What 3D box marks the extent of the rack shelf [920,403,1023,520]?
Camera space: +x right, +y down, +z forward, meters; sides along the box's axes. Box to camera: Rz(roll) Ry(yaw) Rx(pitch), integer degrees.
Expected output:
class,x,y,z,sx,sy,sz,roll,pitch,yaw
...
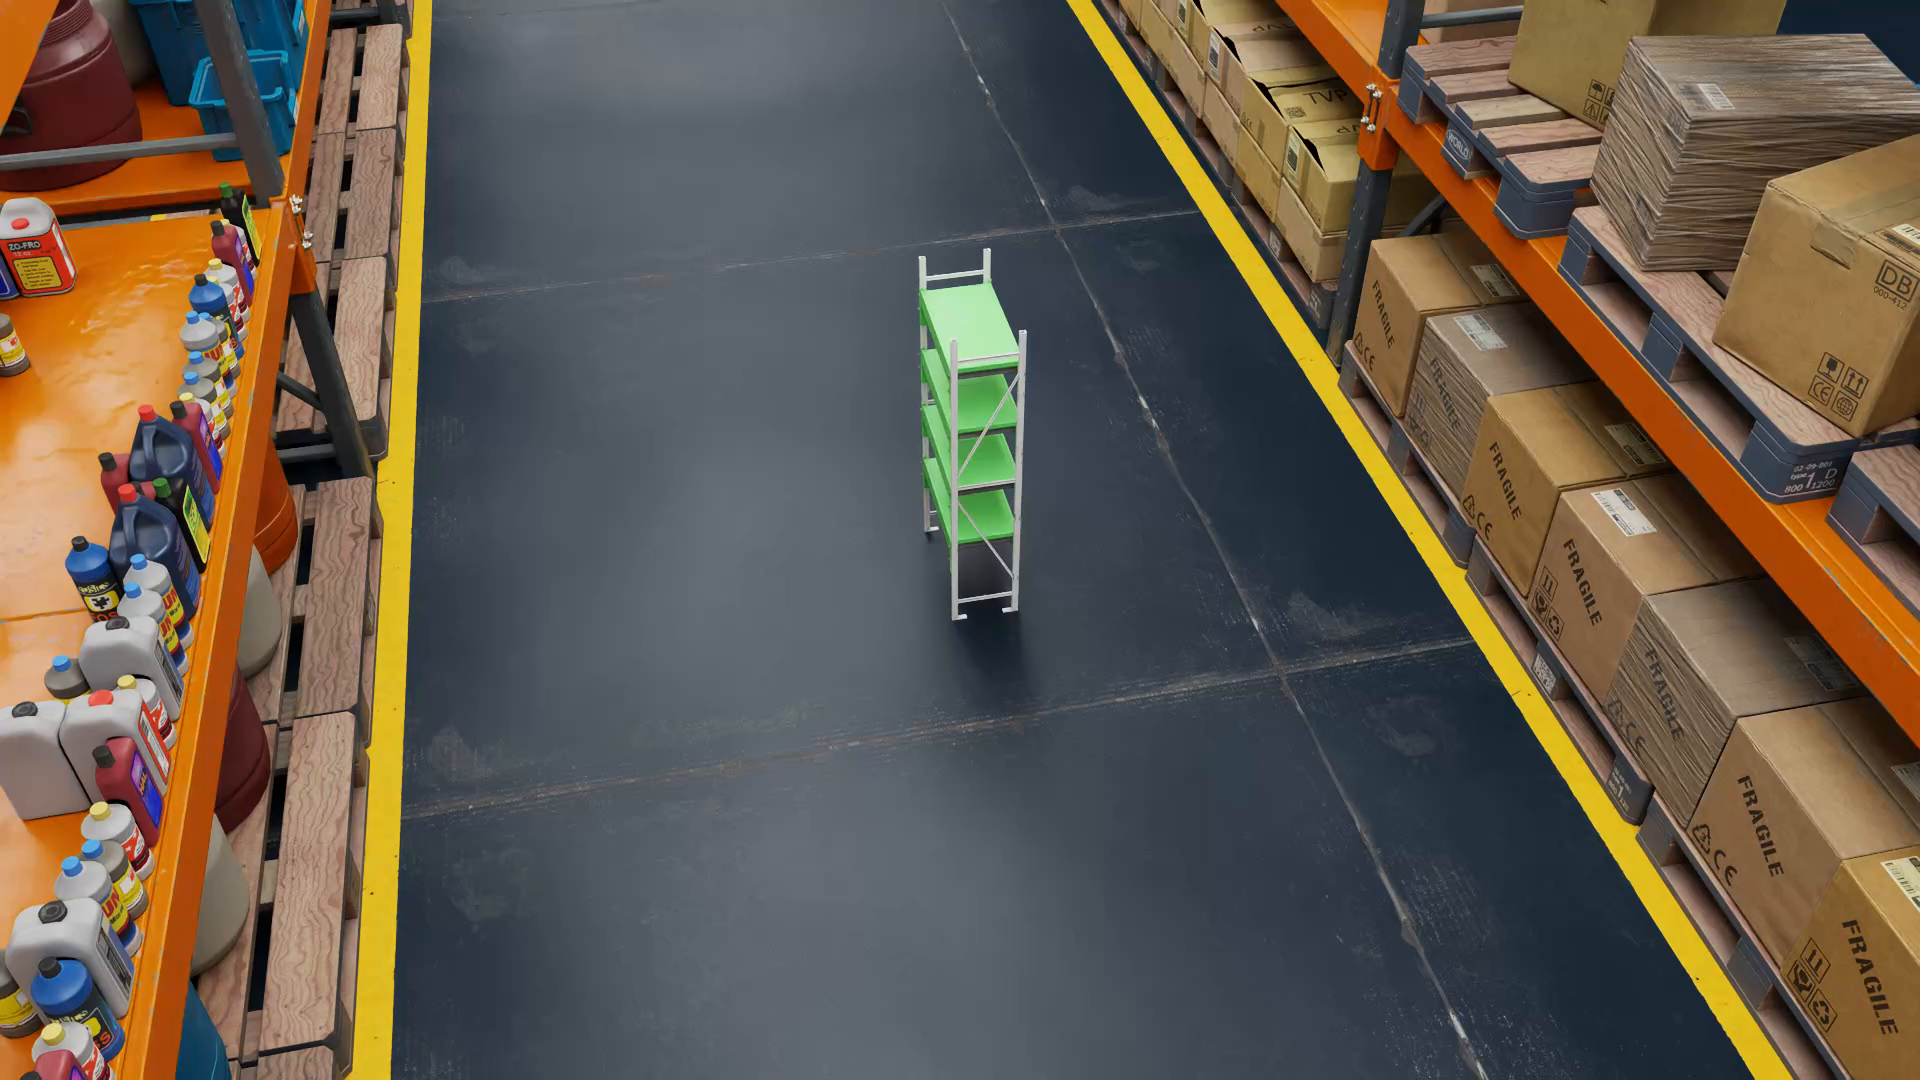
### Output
class,x,y,z,sx,sy,sz,roll,pitch,yaw
rack shelf,0.036,-0.294,5.773,0.258,0.148,0.480,-8,42,-9

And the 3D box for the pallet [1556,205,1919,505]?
class,x,y,z,sx,sy,sz,roll,pitch,yaw
pallet,2.497,-0.626,4.840,1.003,0.211,1.213,-8,42,-9

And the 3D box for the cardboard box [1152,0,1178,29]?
class,x,y,z,sx,sy,sz,roll,pitch,yaw
cardboard box,1.271,-2.925,8.618,0.500,0.311,0.500,-10,43,-11

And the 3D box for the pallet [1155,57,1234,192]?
class,x,y,z,sx,sy,sz,roll,pitch,yaw
pallet,1.674,-2.243,8.618,1.003,0.211,1.213,-8,42,-9

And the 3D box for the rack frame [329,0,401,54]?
class,x,y,z,sx,sy,sz,roll,pitch,yaw
rack frame,-3.628,-3.843,8.320,1.000,3.000,0.127,-8,42,-9

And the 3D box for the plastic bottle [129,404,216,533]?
class,x,y,z,sx,sy,sz,roll,pitch,yaw
plastic bottle,-2.020,-0.181,4.231,0.144,0.351,0.185,-8,42,-9

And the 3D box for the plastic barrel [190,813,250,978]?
class,x,y,z,sx,sy,sz,roll,pitch,yaw
plastic barrel,-2.189,0.923,4.508,0.421,0.512,0.421,0,42,0

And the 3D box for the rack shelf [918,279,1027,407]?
class,x,y,z,sx,sy,sz,roll,pitch,yaw
rack shelf,0.036,-0.653,5.455,0.258,0.148,0.480,-8,42,-9

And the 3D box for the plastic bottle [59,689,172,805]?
class,x,y,z,sx,sy,sz,roll,pitch,yaw
plastic bottle,-1.829,0.434,3.595,0.152,0.276,0.135,-8,42,-9

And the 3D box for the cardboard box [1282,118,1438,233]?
class,x,y,z,sx,sy,sz,roll,pitch,yaw
cardboard box,1.720,-1.600,7.126,0.500,0.311,0.500,-7,42,-8

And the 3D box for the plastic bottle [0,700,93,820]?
class,x,y,z,sx,sy,sz,roll,pitch,yaw
plastic bottle,-1.977,0.456,3.570,0.152,0.276,0.135,-8,42,-9

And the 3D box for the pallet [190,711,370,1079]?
class,x,y,z,sx,sy,sz,roll,pitch,yaw
pallet,-2.294,1.087,4.867,1.003,0.211,1.213,-8,42,-9

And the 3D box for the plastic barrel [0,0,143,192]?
class,x,y,z,sx,sy,sz,roll,pitch,yaw
plastic barrel,-3.160,-1.558,5.644,0.600,0.536,0.708,-8,42,-9

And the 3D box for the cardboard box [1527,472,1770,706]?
class,x,y,z,sx,sy,sz,roll,pitch,yaw
cardboard box,2.232,0.151,5.372,0.500,0.500,0.500,-10,43,-11

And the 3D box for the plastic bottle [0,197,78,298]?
class,x,y,z,sx,sy,sz,roll,pitch,yaw
plastic bottle,-2.838,-0.899,5.096,0.152,0.276,0.135,-8,42,-9

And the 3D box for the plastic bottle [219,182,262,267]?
class,x,y,z,sx,sy,sz,roll,pitch,yaw
plastic bottle,-2.260,-1.005,5.211,0.061,0.283,0.133,-8,42,-9

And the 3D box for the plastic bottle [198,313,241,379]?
class,x,y,z,sx,sy,sz,roll,pitch,yaw
plastic bottle,-2.141,-0.559,4.769,0.097,0.201,0.097,0,42,0

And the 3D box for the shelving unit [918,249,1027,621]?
class,x,y,z,sx,sy,sz,roll,pitch,yaw
shelving unit,0.036,-0.341,5.731,0.258,1.200,0.503,-8,42,-9

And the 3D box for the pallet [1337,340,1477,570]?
class,x,y,z,sx,sy,sz,roll,pitch,yaw
pallet,2.197,-0.425,6.570,1.003,0.211,1.213,-8,42,-9

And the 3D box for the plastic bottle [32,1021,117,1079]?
class,x,y,z,sx,sy,sz,roll,pitch,yaw
plastic bottle,-1.635,0.959,3.059,0.097,0.201,0.097,0,42,0

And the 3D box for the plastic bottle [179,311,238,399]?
class,x,y,z,sx,sy,sz,roll,pitch,yaw
plastic bottle,-2.120,-0.522,4.675,0.097,0.271,0.097,0,42,0

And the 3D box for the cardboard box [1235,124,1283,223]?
class,x,y,z,sx,sy,sz,roll,pitch,yaw
cardboard box,1.607,-1.726,7.690,0.500,0.250,0.500,-9,42,-10

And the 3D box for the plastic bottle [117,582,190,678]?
class,x,y,z,sx,sy,sz,roll,pitch,yaw
plastic bottle,-1.877,0.206,3.855,0.097,0.271,0.097,0,42,0

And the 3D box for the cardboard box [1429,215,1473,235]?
class,x,y,z,sx,sy,sz,roll,pitch,yaw
cardboard box,2.247,-1.468,7.399,0.500,0.250,0.500,-8,42,-9

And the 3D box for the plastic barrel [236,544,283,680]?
class,x,y,z,sx,sy,sz,roll,pitch,yaw
plastic barrel,-2.433,0.191,5.333,0.421,0.512,0.421,0,42,0

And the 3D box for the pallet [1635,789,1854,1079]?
class,x,y,z,sx,sy,sz,roll,pitch,yaw
pallet,2.724,1.156,4.788,1.003,0.211,1.213,-8,42,-9

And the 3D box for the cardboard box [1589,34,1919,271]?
class,x,y,z,sx,sy,sz,roll,pitch,yaw
cardboard box,2.330,-1.140,4.883,0.700,0.500,0.500,-1,42,-1

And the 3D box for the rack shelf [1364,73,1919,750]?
class,x,y,z,sx,sy,sz,roll,pitch,yaw
rack shelf,2.505,-0.392,4.974,1.077,0.370,4.000,-8,42,-9

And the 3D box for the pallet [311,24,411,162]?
class,x,y,z,sx,sy,sz,roll,pitch,yaw
pallet,-3.420,-2.297,8.678,1.003,0.211,1.213,-8,42,-9

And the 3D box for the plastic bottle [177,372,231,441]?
class,x,y,z,sx,sy,sz,roll,pitch,yaw
plastic bottle,-2.078,-0.369,4.556,0.097,0.201,0.097,0,42,0

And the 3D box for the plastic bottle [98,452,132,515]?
class,x,y,z,sx,sy,sz,roll,pitch,yaw
plastic bottle,-2.115,-0.124,4.218,0.061,0.283,0.133,-8,42,-9

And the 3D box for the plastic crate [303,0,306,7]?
class,x,y,z,sx,sy,sz,roll,pitch,yaw
plastic crate,-2.814,-2.365,6.607,0.402,0.464,0.583,-8,42,-9

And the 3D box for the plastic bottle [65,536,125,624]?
class,x,y,z,sx,sy,sz,roll,pitch,yaw
plastic bottle,-2.060,0.101,3.974,0.097,0.271,0.097,0,42,0

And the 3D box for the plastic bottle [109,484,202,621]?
class,x,y,z,sx,sy,sz,roll,pitch,yaw
plastic bottle,-1.951,0.026,3.999,0.144,0.351,0.185,-8,42,-9

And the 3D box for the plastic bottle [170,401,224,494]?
class,x,y,z,sx,sy,sz,roll,pitch,yaw
plastic bottle,-2.014,-0.265,4.376,0.061,0.283,0.133,-8,42,-9

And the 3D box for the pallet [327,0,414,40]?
class,x,y,z,sx,sy,sz,roll,pitch,yaw
pallet,-3.732,-3.242,9.743,1.003,0.211,1.213,-8,42,-9

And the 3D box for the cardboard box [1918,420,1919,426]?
class,x,y,z,sx,sy,sz,roll,pitch,yaw
cardboard box,2.842,-0.335,3.976,0.700,0.500,0.500,-2,42,-2

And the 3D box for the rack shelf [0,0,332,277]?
class,x,y,z,sx,sy,sz,roll,pitch,yaw
rack shelf,-3.196,-2.278,7.098,1.077,0.370,4.000,-8,42,-9

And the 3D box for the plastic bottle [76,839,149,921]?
class,x,y,z,sx,sy,sz,roll,pitch,yaw
plastic bottle,-1.727,0.683,3.371,0.097,0.201,0.097,0,42,0

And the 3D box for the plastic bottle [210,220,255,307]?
class,x,y,z,sx,sy,sz,roll,pitch,yaw
plastic bottle,-2.211,-0.856,5.043,0.061,0.283,0.133,-8,42,-9

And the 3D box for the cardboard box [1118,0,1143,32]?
class,x,y,z,sx,sy,sz,roll,pitch,yaw
cardboard box,1.164,-3.051,9.182,0.500,0.250,0.500,-7,42,-8

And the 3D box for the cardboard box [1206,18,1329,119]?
class,x,y,z,sx,sy,sz,roll,pitch,yaw
cardboard box,1.495,-2.264,7.873,0.500,0.311,0.500,-9,42,-10

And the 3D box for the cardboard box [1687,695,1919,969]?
class,x,y,z,sx,sy,sz,roll,pitch,yaw
cardboard box,2.452,0.805,4.635,0.500,0.500,0.500,-8,42,-9

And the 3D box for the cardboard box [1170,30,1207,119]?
class,x,y,z,sx,sy,sz,roll,pitch,yaw
cardboard box,1.387,-2.385,8.433,0.500,0.250,0.500,-8,42,-8

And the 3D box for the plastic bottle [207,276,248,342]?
class,x,y,z,sx,sy,sz,roll,pitch,yaw
plastic bottle,-2.183,-0.685,4.912,0.097,0.201,0.097,0,42,0

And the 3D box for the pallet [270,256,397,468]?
class,x,y,z,sx,sy,sz,roll,pitch,yaw
pallet,-2.894,-0.715,6.897,1.003,0.211,1.213,-8,42,-9

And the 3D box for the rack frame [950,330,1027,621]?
class,x,y,z,sx,sy,sz,roll,pitch,yaw
rack frame,0.088,-0.183,5.553,0.240,1.200,0.015,-8,42,-9

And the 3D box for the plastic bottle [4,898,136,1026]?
class,x,y,z,sx,sy,sz,roll,pitch,yaw
plastic bottle,-1.708,0.797,3.186,0.152,0.276,0.135,-8,42,-9

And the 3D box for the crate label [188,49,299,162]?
class,x,y,z,sx,sy,sz,roll,pitch,yaw
crate label,-2.489,-1.514,5.823,0.303,0.233,0.416,-8,42,-9

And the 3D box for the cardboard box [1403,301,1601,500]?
class,x,y,z,sx,sy,sz,roll,pitch,yaw
cardboard box,2.011,-0.513,6.120,0.500,0.500,0.500,-10,43,-11

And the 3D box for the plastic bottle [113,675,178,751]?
class,x,y,z,sx,sy,sz,roll,pitch,yaw
plastic bottle,-1.827,0.383,3.709,0.097,0.201,0.097,0,42,0
